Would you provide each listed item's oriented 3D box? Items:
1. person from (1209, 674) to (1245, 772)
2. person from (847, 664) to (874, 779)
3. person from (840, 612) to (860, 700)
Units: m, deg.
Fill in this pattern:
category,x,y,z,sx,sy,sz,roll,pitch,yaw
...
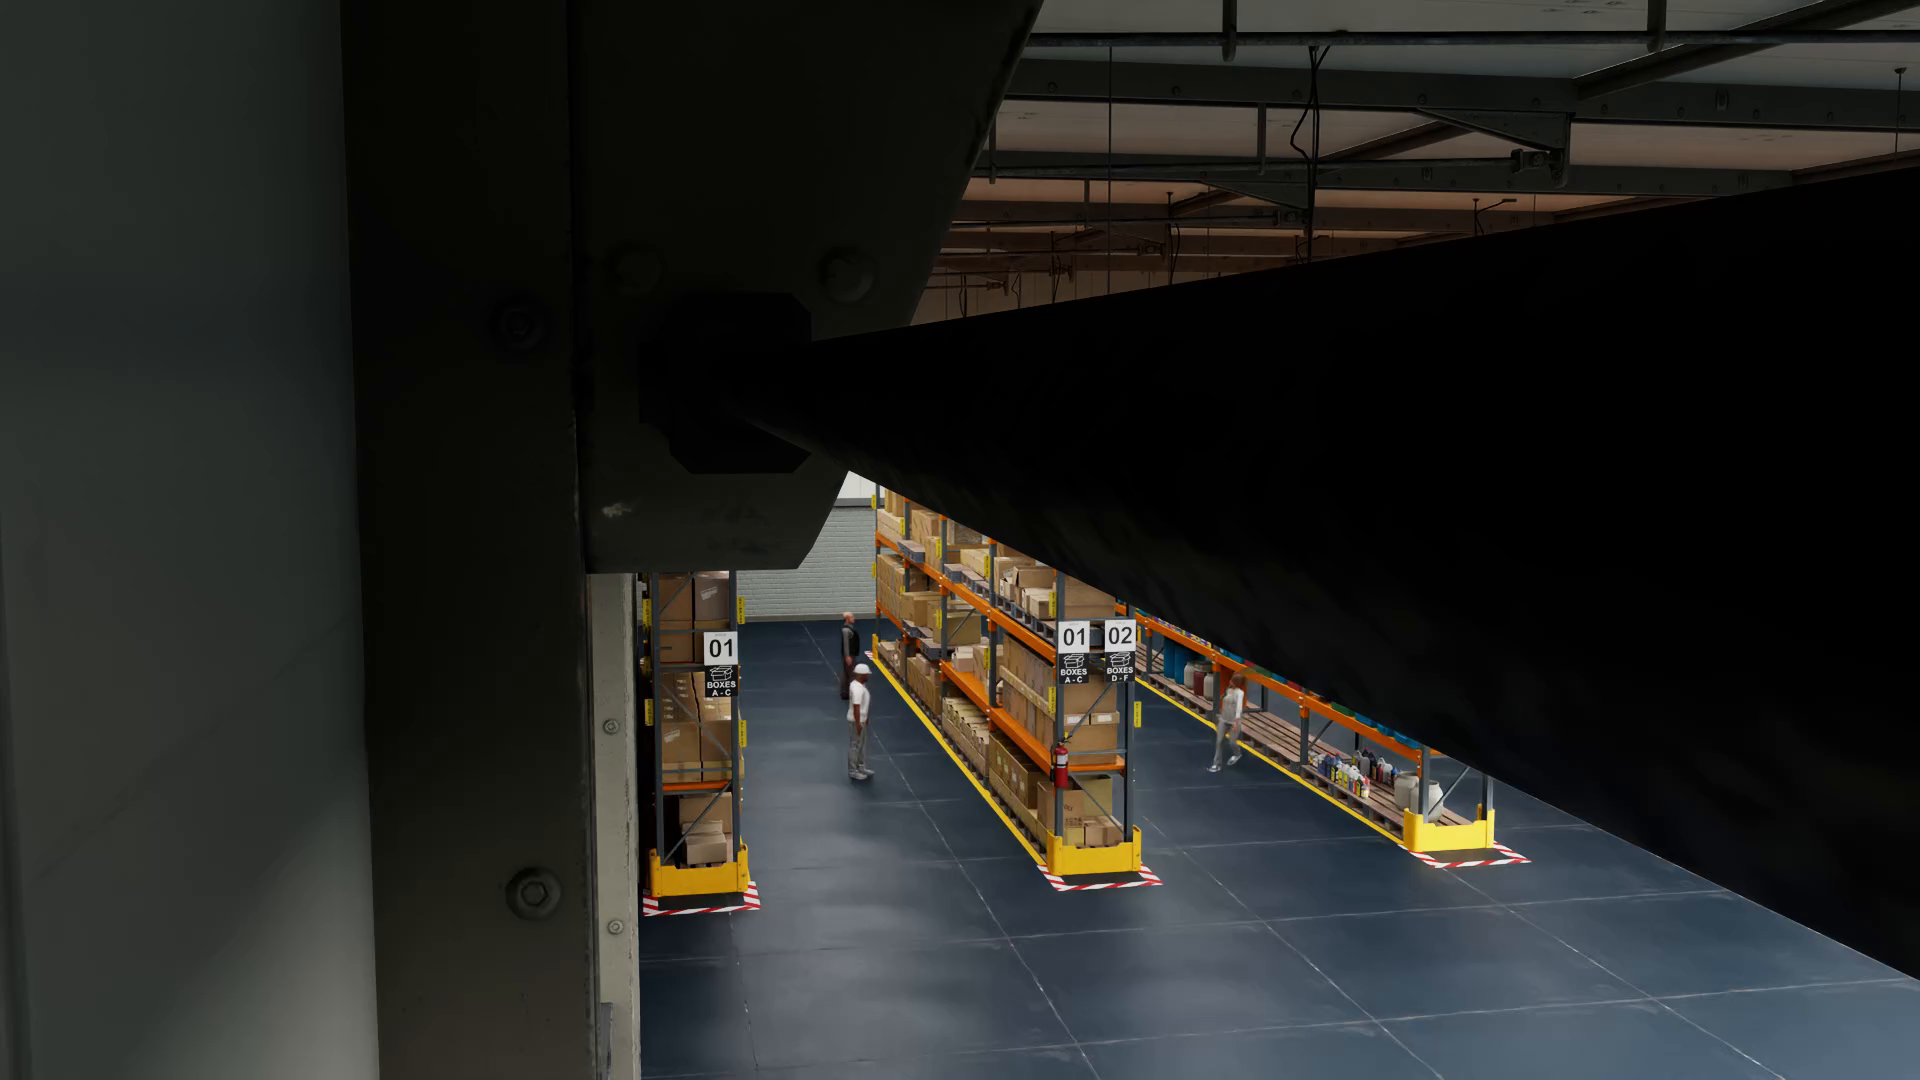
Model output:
category,x,y,z,sx,sy,sz,roll,pitch,yaw
person,4.252,2.866,26.160,0.490,1.535,0.628,3,7,29
person,-1.552,2.803,25.773,0.417,1.781,0.589,0,6,2
person,-2.029,2.228,31.659,0.525,1.739,0.561,0,6,0
